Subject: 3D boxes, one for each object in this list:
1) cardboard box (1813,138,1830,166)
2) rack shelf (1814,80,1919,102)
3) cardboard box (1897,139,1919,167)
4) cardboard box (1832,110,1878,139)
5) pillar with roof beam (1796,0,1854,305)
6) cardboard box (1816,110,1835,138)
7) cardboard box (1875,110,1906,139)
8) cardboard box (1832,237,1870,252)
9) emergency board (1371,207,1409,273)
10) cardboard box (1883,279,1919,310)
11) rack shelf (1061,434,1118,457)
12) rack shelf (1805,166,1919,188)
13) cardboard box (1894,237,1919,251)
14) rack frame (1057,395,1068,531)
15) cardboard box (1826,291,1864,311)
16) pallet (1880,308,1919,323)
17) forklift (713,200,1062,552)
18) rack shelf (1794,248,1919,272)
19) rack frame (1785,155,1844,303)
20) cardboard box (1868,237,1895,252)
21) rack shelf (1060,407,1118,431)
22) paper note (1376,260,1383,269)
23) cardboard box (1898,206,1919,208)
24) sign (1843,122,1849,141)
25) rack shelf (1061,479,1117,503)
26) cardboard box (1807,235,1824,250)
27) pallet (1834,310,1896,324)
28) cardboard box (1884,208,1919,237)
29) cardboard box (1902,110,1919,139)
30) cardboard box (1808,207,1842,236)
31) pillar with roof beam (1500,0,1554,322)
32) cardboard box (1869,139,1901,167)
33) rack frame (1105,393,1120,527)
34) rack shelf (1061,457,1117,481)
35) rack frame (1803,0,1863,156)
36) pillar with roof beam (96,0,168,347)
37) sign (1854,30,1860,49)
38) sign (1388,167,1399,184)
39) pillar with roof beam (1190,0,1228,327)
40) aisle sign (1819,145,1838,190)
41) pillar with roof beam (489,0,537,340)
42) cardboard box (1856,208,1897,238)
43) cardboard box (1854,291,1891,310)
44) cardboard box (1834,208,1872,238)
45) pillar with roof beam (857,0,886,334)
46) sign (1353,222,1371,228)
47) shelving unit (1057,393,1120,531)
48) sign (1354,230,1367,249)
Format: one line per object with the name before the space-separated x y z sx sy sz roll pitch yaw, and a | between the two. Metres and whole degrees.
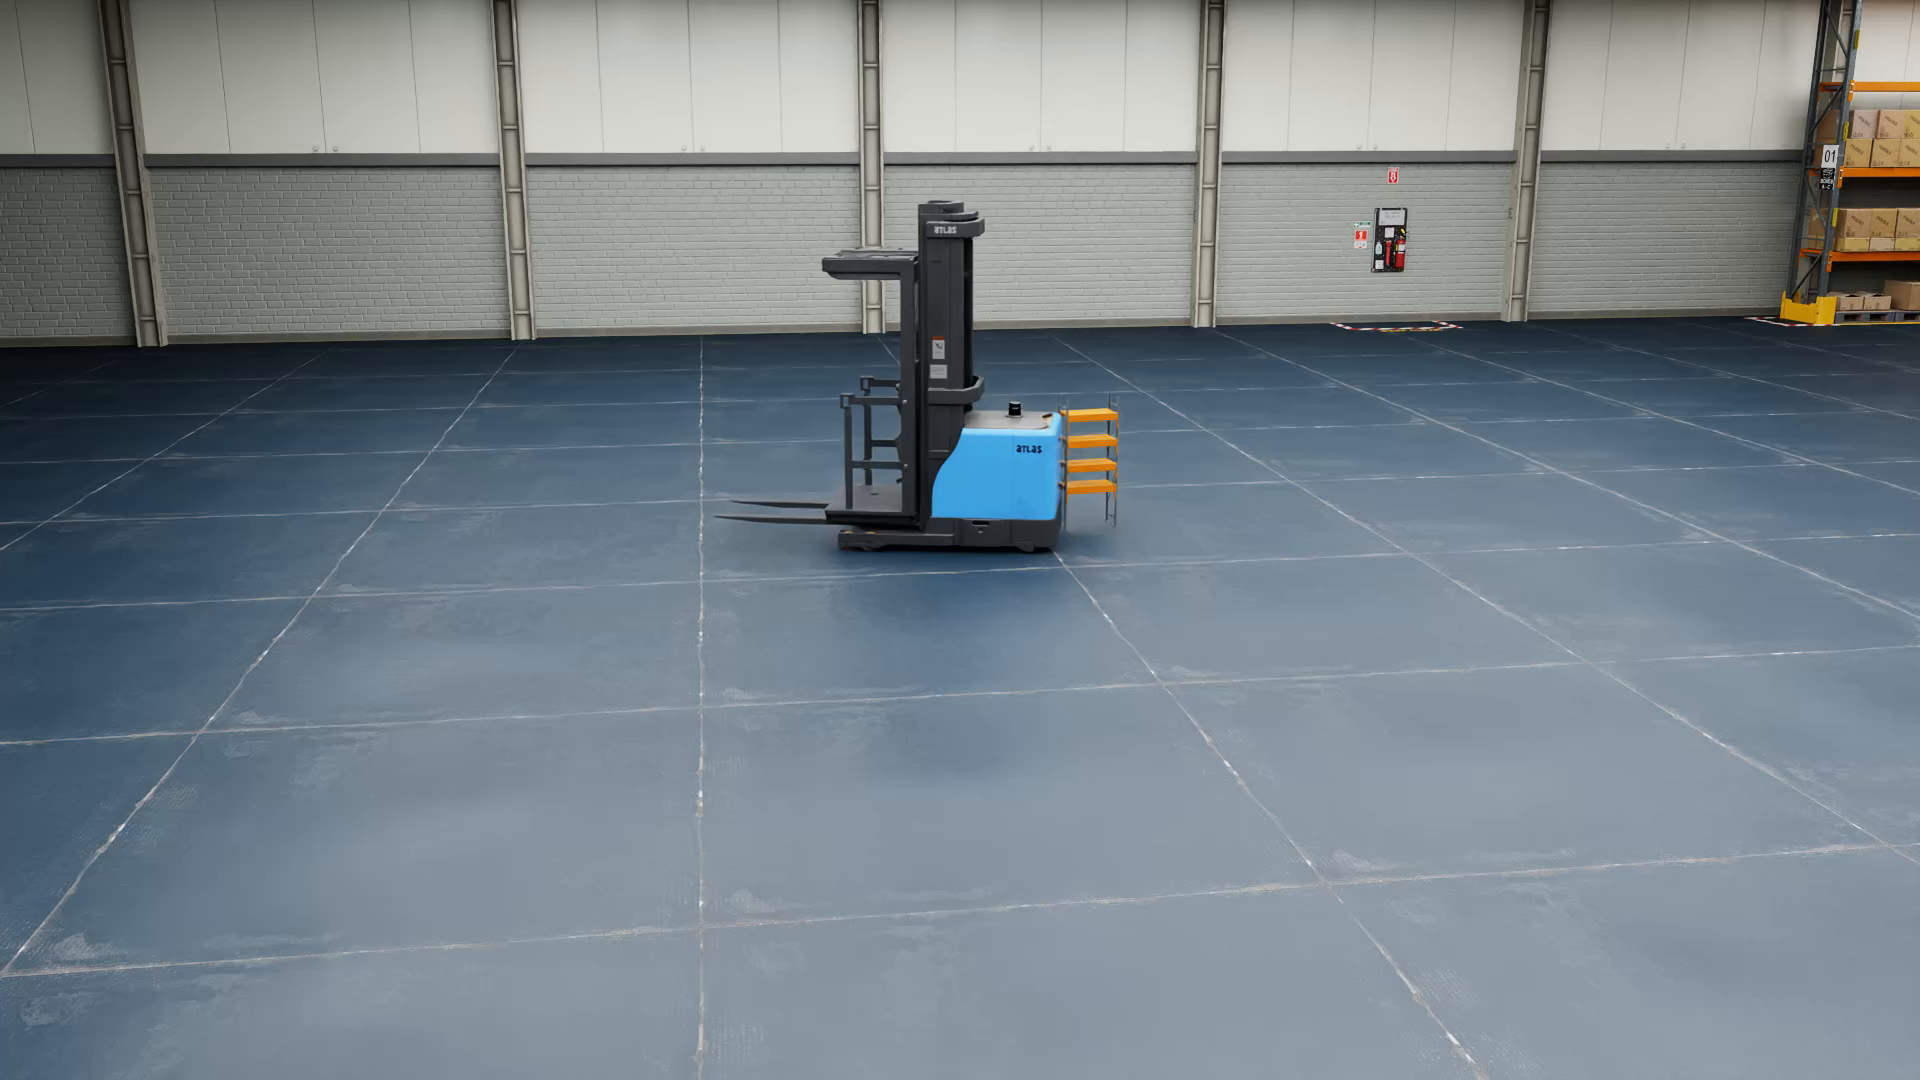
cardboard box | 16.084 -7.128 30.565 0.500 0.500 0.500 -1 14 -4
rack shelf | 17.687 -8.171 30.288 4.000 0.370 1.077 -2 14 -8
cardboard box | 17.127 -7.035 30.192 0.500 0.500 0.500 -1 14 -6
cardboard box | 16.127 -7.492 29.963 0.500 0.500 0.500 -3 14 -12
pillar with roof beam | 16.914 -7.647 26.713 0.400 9.000 9.100 -2 14 -8
cardboard box | 16.097 -7.615 30.453 0.500 0.500 0.500 -1 14 -6
cardboard box | 16.630 -7.498 29.987 0.500 0.500 0.500 -2 14 -9
cardboard box | 16.239 -5.417 30.423 0.500 0.250 0.500 -3 14 -10
emergency board | 7.890 -5.474 30.384 0.643 1.169 0.194 -2 14 -8
cardboard box | 17.704 -4.578 31.046 0.500 0.500 0.700 -3 14 -12
rack shelf | 1.155 -0.863 15.053 0.480 0.148 0.258 -4 15 -16
rack shelf | 17.687 -6.717 30.653 4.000 0.370 1.077 -2 14 -8
cardboard box | 17.255 -5.456 30.579 0.500 0.250 0.500 -2 14 -9
rack frame | 0.922 -0.694 15.022 0.015 1.200 0.240 -4 15 -16
cardboard box | 16.407 -4.451 30.928 0.500 0.311 0.500 -4 15 -15
pallet | 17.797 -4.253 31.248 1.213 0.211 1.003 -2 14 -8
forklift | -0.633 -1.454 14.495 3.031 2.935 1.130 2 14 6
rack shelf | 17.687 -5.262 31.018 4.000 0.370 1.077 -2 14 -8
rack frame | 15.709 -5.539 30.641 0.127 3.000 1.000 -2 14 -8
cardboard box | 16.751 -5.439 30.512 0.500 0.250 0.500 -3 14 -10
rack shelf | 1.155 -1.092 14.995 0.480 0.148 0.258 -4 15 -16
paper note | 7.705 -5.057 30.532 0.142 0.148 0.016 -2 14 -8
cardboard box | 17.652 -5.962 31.053 0.500 0.500 0.500 -2 14 -8
sign | 15.790 -7.287 29.649 0.005 0.325 0.100 -2 14 -8
rack shelf | 1.155 -0.453 15.156 0.480 0.148 0.258 -4 15 -16
cardboard box | 16.143 -5.539 30.910 0.500 0.250 0.500 -2 14 -7
pallet | 16.593 -4.210 31.075 1.213 0.211 1.003 -2 14 -8
cardboard box | 17.228 -5.817 30.477 0.500 0.500 0.500 -3 14 -10
cardboard box | 17.135 -7.520 30.071 0.500 0.500 0.500 -2 14 -7
cardboard box | 16.144 -5.908 30.838 0.500 0.500 0.500 -2 14 -9
pillar with roof beam | 10.981 -7.429 25.846 0.400 9.000 9.100 -2 14 -8
cardboard box | 16.614 -7.015 30.114 0.500 0.500 0.500 -1 14 -5
rack frame | 1.389 -0.728 15.160 0.015 1.200 0.240 -4 15 -16
rack shelf | 1.155 -0.646 15.107 0.480 0.148 0.258 -4 15 -16
rack frame | 15.709 -8.449 29.911 0.127 3.000 1.000 -2 14 -8
pillar with roof beam | -12.751 -6.559 22.378 0.400 9.000 9.100 -2 14 -8
sign | 15.790 -8.810 29.268 0.005 0.325 0.100 -2 14 -8
sign | 7.868 -6.623 30.197 0.199 0.298 0.001 -2 14 -8
pillar with roof beam | 5.048 -7.212 24.979 0.400 9.000 9.100 -2 14 -8
aisle sign | 15.683 -6.725 30.027 0.004 0.787 0.394 -2 14 -8
pillar with roof beam | -6.818 -6.777 23.245 0.400 9.000 9.100 -2 14 -8
cardboard box | 16.717 -5.800 30.408 0.500 0.500 0.500 -2 14 -8
cardboard box | 16.971 -4.472 31.011 0.500 0.311 0.500 -1 14 -4
cardboard box | 16.226 -5.784 30.346 0.500 0.500 0.500 -2 14 -8
pillar with roof beam | -0.885 -6.994 24.112 0.400 9.000 9.100 -2 14 -8
sign | 7.334 -5.752 30.327 0.331 0.109 0.001 -2 14 -8
shelving unit | 1.155 -0.711 15.091 0.503 1.200 0.258 -4 15 -16
sign | 7.328 -5.497 30.399 0.234 0.329 0.001 -2 14 -8
